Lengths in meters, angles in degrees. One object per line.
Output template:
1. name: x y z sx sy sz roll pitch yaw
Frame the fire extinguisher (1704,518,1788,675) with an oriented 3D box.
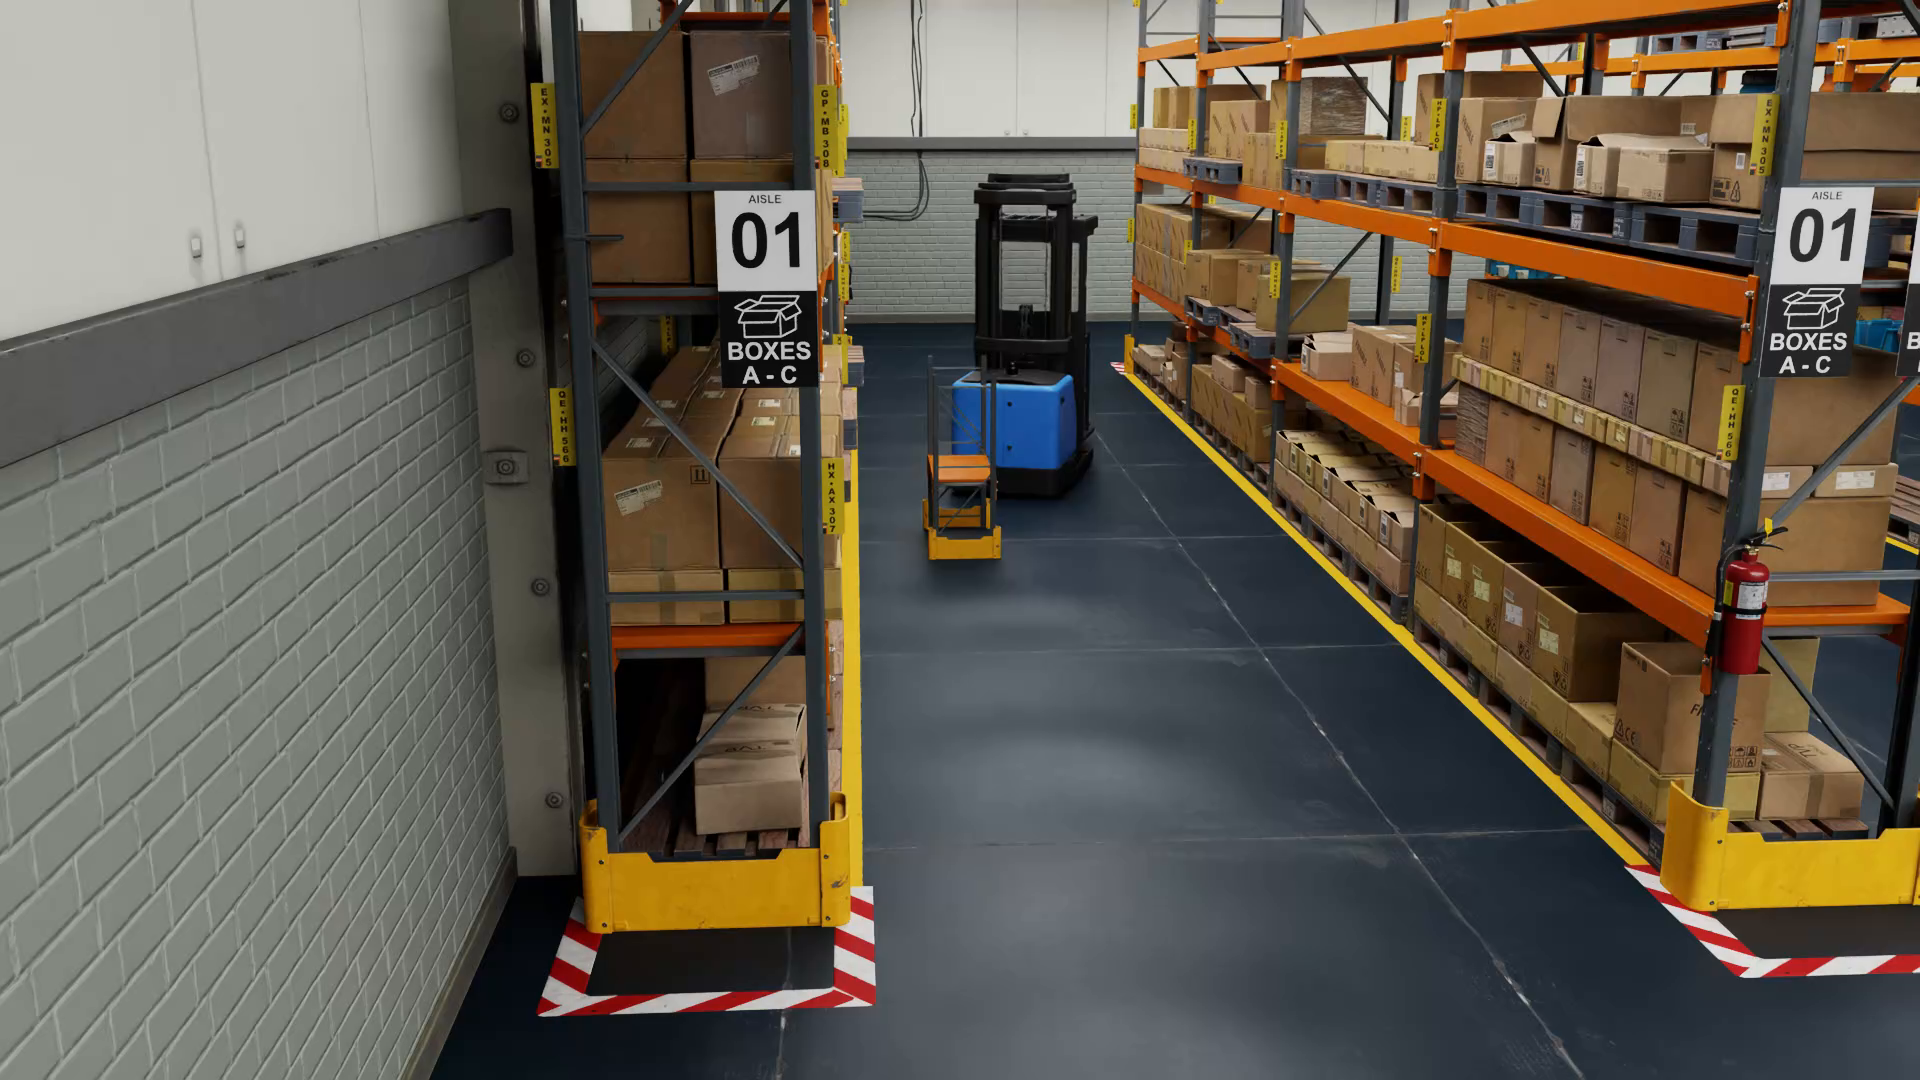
1. fire extinguisher: 3.410 0.241 7.225 0.296 0.674 0.183 -1 14 -3

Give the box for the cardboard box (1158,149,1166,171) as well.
1. cardboard box: 2.742 -4.687 20.506 0.500 0.250 0.500 -1 14 -3

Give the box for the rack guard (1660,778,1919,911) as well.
1. rack guard: 3.868 1.384 7.646 1.175 0.500 0.348 -1 14 -3

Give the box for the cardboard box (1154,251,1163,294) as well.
1. cardboard box: 2.735 -3.369 20.899 0.500 0.500 0.500 -1 14 -3

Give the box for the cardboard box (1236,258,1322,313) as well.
1. cardboard box: 3.294 -2.631 17.188 0.700 0.500 0.500 -5 15 -18

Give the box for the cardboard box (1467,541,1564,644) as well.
1. cardboard box: 3.397 0.306 9.987 0.500 0.500 0.500 -1 14 -3

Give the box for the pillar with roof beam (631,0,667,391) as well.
1. pillar with roof beam: 1.941 -4.380 12.992 9.100 9.000 0.400 -1 14 -3

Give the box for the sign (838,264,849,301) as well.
1. sign: -1.032 -2.278 14.697 0.100 0.325 0.005 -1 14 -3

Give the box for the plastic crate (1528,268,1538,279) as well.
1. plastic crate: 7.588 -3.442 21.599 0.416 0.233 0.300 -1 14 -3

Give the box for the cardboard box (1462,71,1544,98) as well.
1. cardboard box: 3.620 -2.928 11.322 0.500 0.500 0.500 -1 14 -3

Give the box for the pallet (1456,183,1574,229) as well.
1. pallet: 3.698 -2.026 10.038 1.003 0.211 1.213 -1 14 -3

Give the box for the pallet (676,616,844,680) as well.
1. pallet: -1.248 0.767 10.623 1.003 0.211 1.213 -1 14 -3

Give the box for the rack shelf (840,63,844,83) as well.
1. rack shelf: -1.945 -5.601 19.981 1.077 0.370 4.000 -1 14 -3

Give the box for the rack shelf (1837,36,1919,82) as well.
1. rack shelf: 8.439 -3.764 12.843 1.077 0.370 4.000 -1 14 -3

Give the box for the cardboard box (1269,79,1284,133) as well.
1. cardboard box: 3.287 -4.170 15.987 0.500 0.500 0.500 -1 14 -3

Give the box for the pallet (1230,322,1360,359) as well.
1. pallet: 3.259 -1.897 15.765 1.213 0.211 1.003 -1 14 -3

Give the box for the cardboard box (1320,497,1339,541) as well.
1. cardboard box: 3.212 -0.178 13.373 0.500 0.250 0.500 -1 14 -2

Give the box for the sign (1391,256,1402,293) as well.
1. sign: 3.925 -2.393 14.982 0.100 0.325 0.005 -1 14 -3

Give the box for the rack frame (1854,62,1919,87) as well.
1. rack frame: 12.763 -6.870 22.666 1.000 3.000 0.127 -1 14 -3

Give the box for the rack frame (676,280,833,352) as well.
1. rack frame: -1.325 -0.750 10.923 1.000 3.000 0.127 -1 14 -3

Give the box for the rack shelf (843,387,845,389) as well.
1. rack shelf: -1.449 -0.899 12.946 1.077 0.370 4.000 -1 14 -3

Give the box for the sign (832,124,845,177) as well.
1. sign: -0.784 -2.464 10.525 0.100 0.325 0.005 -1 14 -3

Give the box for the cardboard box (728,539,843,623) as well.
1. cardboard box: -0.791 0.181 7.564 0.500 0.250 0.500 -1 14 -5

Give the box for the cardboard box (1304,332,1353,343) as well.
1. cardboard box: 3.350 -1.688 14.747 0.500 0.311 0.500 0 14 0

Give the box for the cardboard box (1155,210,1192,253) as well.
1. cardboard box: 2.738 -3.850 20.762 0.500 0.500 0.500 -1 14 -4

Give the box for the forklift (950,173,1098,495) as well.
1. forklift: 0.747 -2.157 16.527 1.130 2.935 3.031 3 15 13

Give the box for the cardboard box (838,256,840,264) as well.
1. cardboard box: -1.345 -2.435 15.126 0.500 0.250 0.500 -1 14 -2

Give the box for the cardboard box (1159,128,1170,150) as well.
1. cardboard box: 2.736 -4.929 20.443 0.500 0.250 0.500 -1 14 -3

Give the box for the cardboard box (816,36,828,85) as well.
1. cardboard box: -0.839 -1.976 7.418 0.500 0.500 0.500 -1 14 -4

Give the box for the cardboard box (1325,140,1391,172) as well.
1. cardboard box: 3.455 -3.294 14.248 0.500 0.250 0.500 -2 15 -8

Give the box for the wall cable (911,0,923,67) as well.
1. wall cable: 0.638 -9.036 27.183 3.097 2.526 0.112 -1 14 -3

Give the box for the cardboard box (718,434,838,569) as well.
1. cardboard box: -0.807 -0.179 7.459 0.500 0.500 0.500 -1 14 -3

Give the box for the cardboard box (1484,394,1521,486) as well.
1. cardboard box: 3.692 -0.635 10.273 0.700 0.500 0.500 -1 14 -4

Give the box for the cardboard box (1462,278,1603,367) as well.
1. cardboard box: 3.653 -1.394 10.621 0.700 0.500 0.500 -1 14 -3

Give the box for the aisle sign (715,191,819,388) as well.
1. aisle sign: -0.773 -1.001 6.681 0.394 0.787 0.004 -1 14 -3

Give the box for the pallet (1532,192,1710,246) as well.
1. pallet: 3.770 -1.723 8.862 1.003 0.211 1.213 -1 14 -3

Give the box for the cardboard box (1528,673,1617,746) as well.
1. cardboard box: 3.463 0.918 9.114 0.500 0.250 0.500 -1 14 -3

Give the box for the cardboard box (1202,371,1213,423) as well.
1. cardboard box: 2.954 -1.563 18.216 0.500 0.500 0.500 -1 14 -3

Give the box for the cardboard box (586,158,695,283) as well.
1. cardboard box: -1.356 -1.366 7.056 0.500 0.500 0.500 0 14 1

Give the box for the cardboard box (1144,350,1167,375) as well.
1. cardboard box: 2.688 -2.305 21.602 0.500 0.250 0.500 -1 14 -3

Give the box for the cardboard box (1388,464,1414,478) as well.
1. cardboard box: 3.745 -0.460 13.345 0.500 0.311 0.500 0 14 -2

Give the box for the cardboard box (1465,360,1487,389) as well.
1. cardboard box: 3.458 -1.058 10.617 0.380 0.149 0.250 -1 14 -3

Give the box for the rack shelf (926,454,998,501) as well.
1. rack shelf: 0.005 -0.531 13.802 0.538 0.185 1.000 -1 14 -3

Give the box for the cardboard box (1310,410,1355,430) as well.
1. cardboard box: 3.628 -0.943 15.804 0.500 0.500 0.500 0 14 -1

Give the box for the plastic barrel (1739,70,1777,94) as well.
1. plastic barrel: 8.326 -4.370 17.121 0.600 0.901 0.708 -1 14 -3

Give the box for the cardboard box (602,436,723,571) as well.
1. cardboard box: -1.319 -0.170 7.422 0.500 0.500 0.500 -1 14 -4

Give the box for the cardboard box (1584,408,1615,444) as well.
1. cardboard box: 3.571 -0.610 8.874 0.380 0.149 0.250 0 14 -2

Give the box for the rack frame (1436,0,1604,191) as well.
1. rack frame: 3.619 -3.733 10.476 1.000 3.000 0.127 -1 14 -3

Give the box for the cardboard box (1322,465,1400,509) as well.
1. cardboard box: 3.213 -0.446 13.290 0.500 0.311 0.500 -1 14 -4

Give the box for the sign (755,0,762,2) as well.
1. sign: -2.623 -7.162 21.611 0.100 0.325 0.005 -1 14 -3

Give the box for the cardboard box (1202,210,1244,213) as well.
1. cardboard box: 3.278 -3.856 20.787 0.500 0.500 0.500 0 14 -2

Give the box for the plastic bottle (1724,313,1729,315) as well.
1. plastic bottle: 7.793 -2.220 16.869 0.061 0.283 0.133 -1 14 -3

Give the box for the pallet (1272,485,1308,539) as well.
1. pallet: 3.383 -0.267 14.640 1.003 0.211 1.213 -1 14 -3

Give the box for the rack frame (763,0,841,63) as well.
1. rack frame: -2.068 -6.640 21.775 1.000 3.000 0.127 -1 14 -3

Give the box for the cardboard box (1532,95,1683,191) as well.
1. cardboard box: 3.595 -2.190 9.168 0.797 0.503 0.637 1 14 3

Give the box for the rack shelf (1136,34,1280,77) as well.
1. rack shelf: 2.999 -5.870 20.232 1.077 0.370 4.000 -1 14 -3

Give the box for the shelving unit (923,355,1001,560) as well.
1. shelving unit: 0.005 -0.707 13.766 0.587 1.500 1.083 -1 14 -3

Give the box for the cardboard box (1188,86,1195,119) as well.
1. cardboard box: 3.128 -5.174 19.888 0.700 0.500 0.500 -1 14 -3
